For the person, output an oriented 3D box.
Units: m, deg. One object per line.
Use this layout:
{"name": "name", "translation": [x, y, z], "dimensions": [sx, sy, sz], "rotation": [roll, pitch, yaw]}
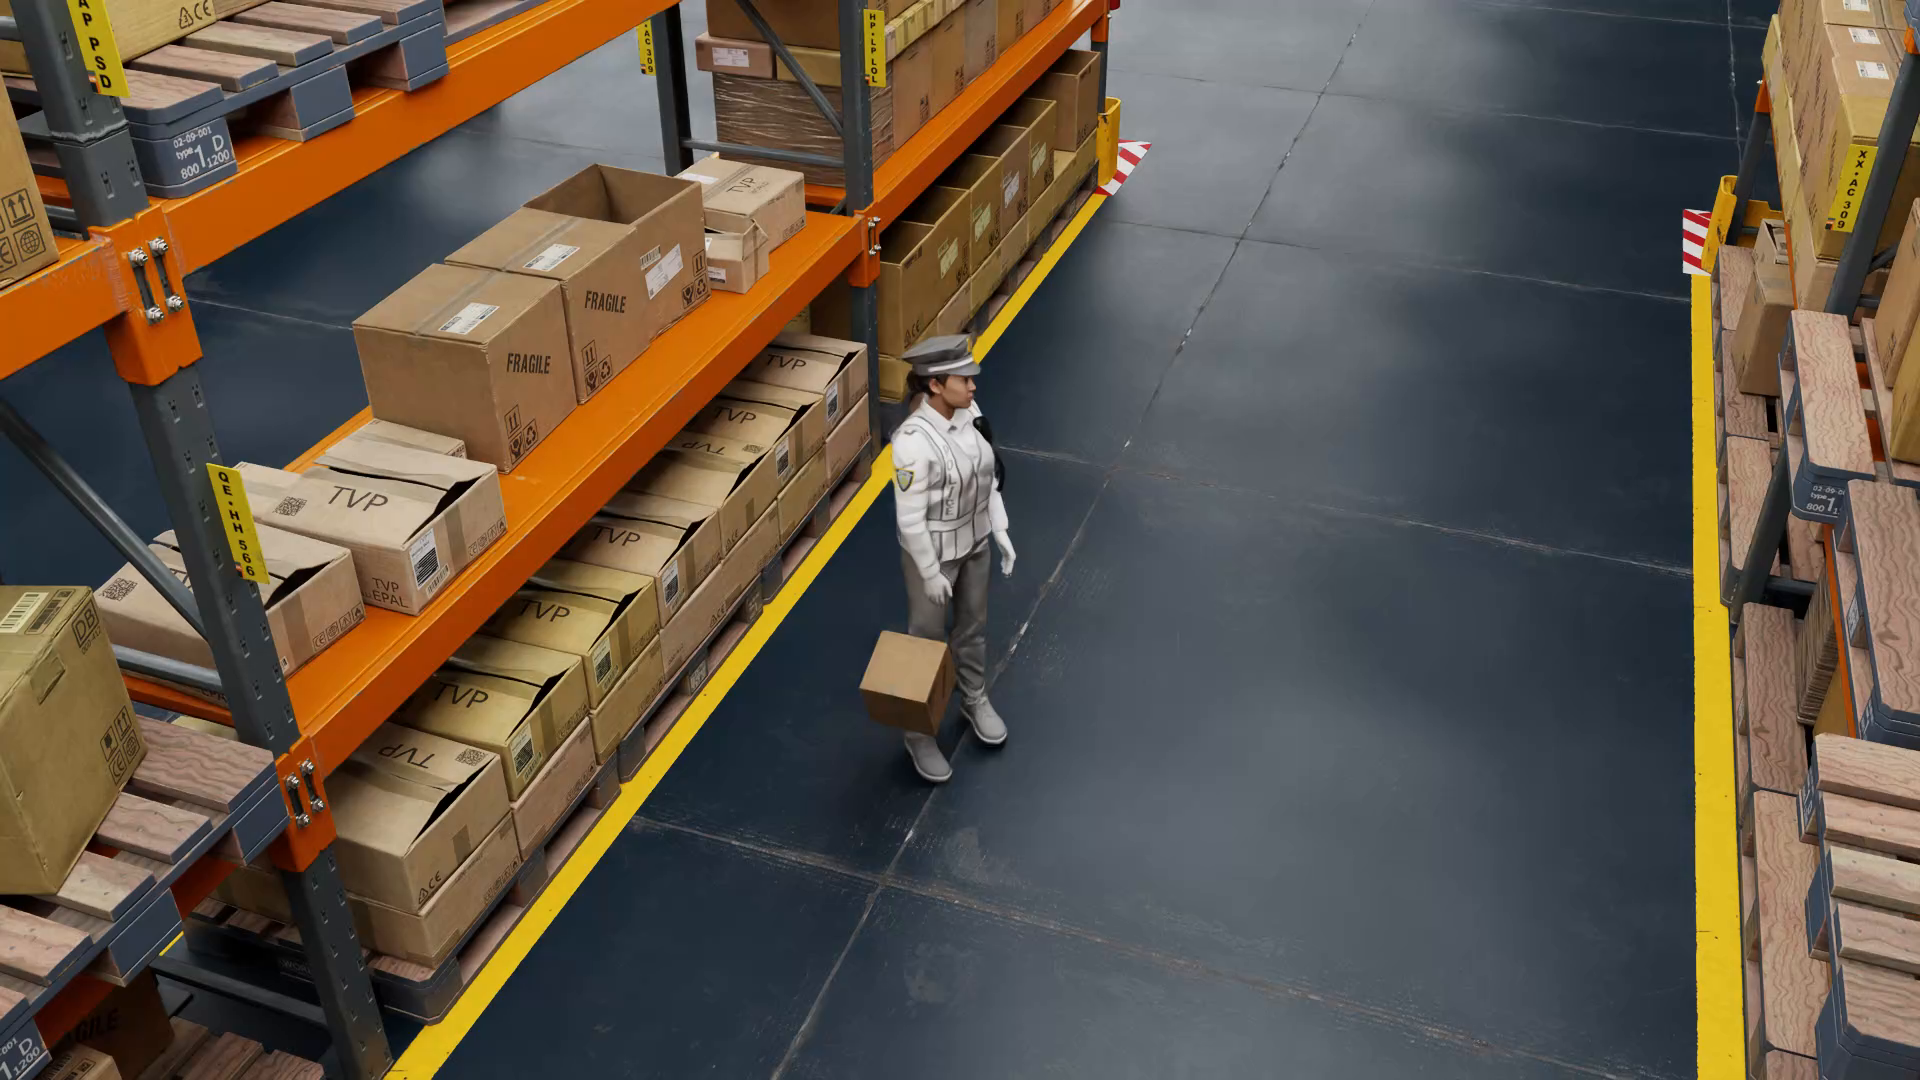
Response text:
{"name": "person", "translation": [-0.035, 0.055, 6.000], "dimensions": [0.415, 1.697, 0.534], "rotation": [21, 39, 29]}
